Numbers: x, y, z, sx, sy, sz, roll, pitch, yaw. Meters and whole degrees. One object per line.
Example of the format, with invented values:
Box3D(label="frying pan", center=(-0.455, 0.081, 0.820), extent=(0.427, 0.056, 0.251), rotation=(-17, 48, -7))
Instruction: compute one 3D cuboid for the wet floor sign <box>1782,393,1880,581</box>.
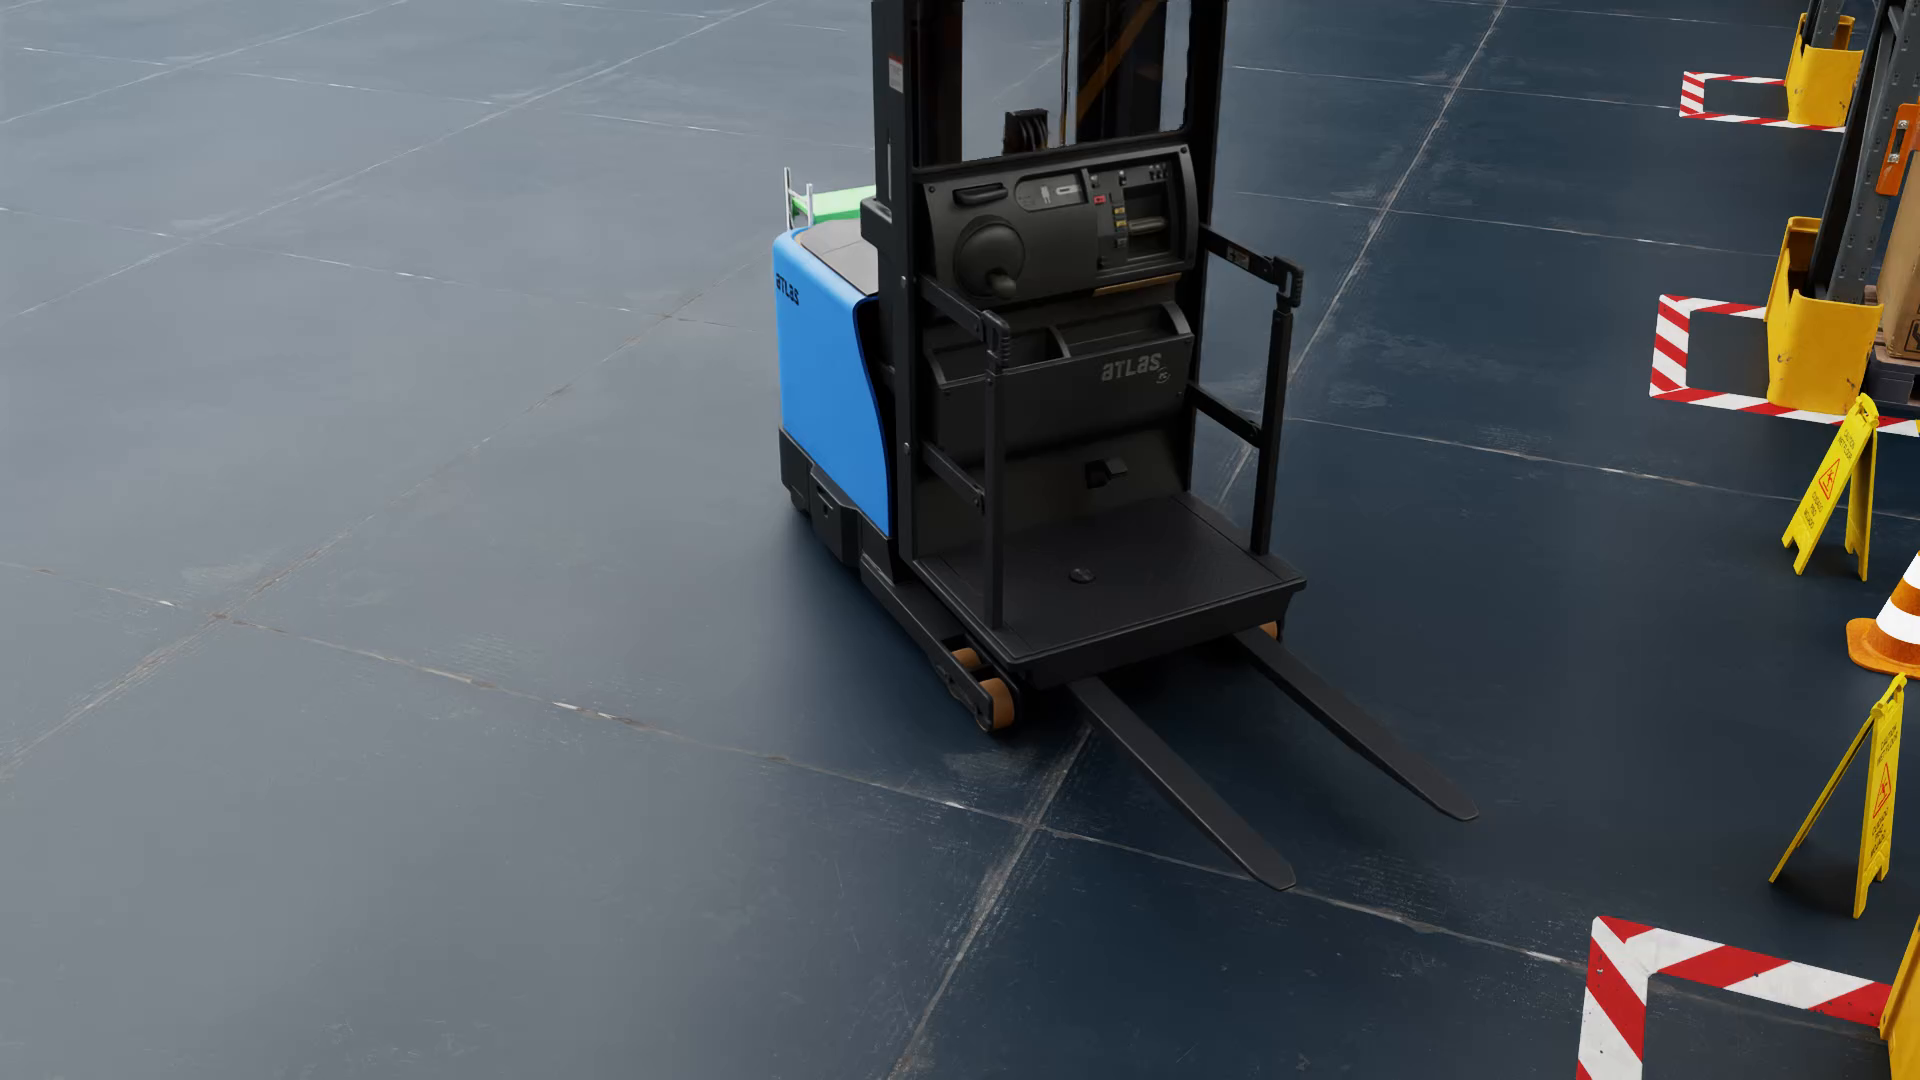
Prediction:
Box3D(label="wet floor sign", center=(3.174, -0.206, 5.958), extent=(0.232, 0.644, 0.267), rotation=(6, 30, 11))

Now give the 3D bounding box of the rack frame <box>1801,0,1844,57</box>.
Box3D(label="rack frame", center=(5.904, -4.371, 10.934), extent=(0.127, 3.000, 1.000), rotation=(11, 31, 19))

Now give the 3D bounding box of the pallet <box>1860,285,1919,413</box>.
Box3D(label="pallet", center=(4.716, -0.802, 7.454), extent=(1.213, 0.211, 1.003), rotation=(11, 31, 19))

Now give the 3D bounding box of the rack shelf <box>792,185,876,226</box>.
Box3D(label="rack shelf", center=(-0.388, -1.254, 6.404), extent=(0.480, 0.148, 0.258), rotation=(-14, 32, -23))

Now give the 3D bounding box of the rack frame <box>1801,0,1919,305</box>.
Box3D(label="rack frame", center=(3.946, -2.128, 6.966), extent=(0.127, 3.000, 1.000), rotation=(11, 31, 19))

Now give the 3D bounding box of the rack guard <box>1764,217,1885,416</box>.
Box3D(label="rack guard", center=(3.923, -1.044, 7.589), extent=(0.348, 0.500, 1.175), rotation=(11, 31, 19))

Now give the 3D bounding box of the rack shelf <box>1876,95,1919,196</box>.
Box3D(label="rack shelf", center=(5.799, -1.445, 6.489), extent=(4.000, 0.370, 1.077), rotation=(11, 31, 19))

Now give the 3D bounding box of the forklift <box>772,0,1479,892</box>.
Box3D(label="forklift", center=(0.419, -0.929, 4.916), extent=(1.130, 2.935, 3.031), rotation=(-14, 32, -23))

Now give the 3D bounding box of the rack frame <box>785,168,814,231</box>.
Box3D(label="rack frame", center=(-0.605, -0.838, 6.512), extent=(0.015, 1.200, 0.240), rotation=(-14, 32, -23))

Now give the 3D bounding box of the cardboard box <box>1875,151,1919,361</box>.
Box3D(label="cardboard box", center=(4.599, -1.290, 7.217), extent=(0.875, 0.875, 0.875), rotation=(11, 31, 19))

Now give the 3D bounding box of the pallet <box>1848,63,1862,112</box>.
Box3D(label="pallet", center=(6.714, -2.976, 11.301), extent=(1.213, 0.211, 1.003), rotation=(11, 31, 19))

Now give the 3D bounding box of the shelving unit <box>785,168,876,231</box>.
Box3D(label="shelving unit", center=(-0.387, -0.892, 6.609), extent=(0.503, 1.200, 0.258), rotation=(-14, 32, -23))

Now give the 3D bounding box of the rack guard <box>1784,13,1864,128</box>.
Box3D(label="rack guard", center=(5.974, -3.268, 11.525), extent=(0.348, 0.500, 1.175), rotation=(11, 31, 19))

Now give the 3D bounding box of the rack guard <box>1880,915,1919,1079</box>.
Box3D(label="rack guard", center=(2.249, 1.250, 3.530), extent=(0.348, 0.500, 1.175), rotation=(11, 31, 19))

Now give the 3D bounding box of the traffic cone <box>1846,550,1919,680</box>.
Box3D(label="traffic cone", center=(3.164, 0.175, 5.471), extent=(0.334, 0.463, 0.336), rotation=(11, 31, 19))

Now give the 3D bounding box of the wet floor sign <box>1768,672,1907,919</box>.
Box3D(label="wet floor sign", center=(2.404, 0.650, 4.445), extent=(0.232, 0.644, 0.267), rotation=(24, 37, 36))
